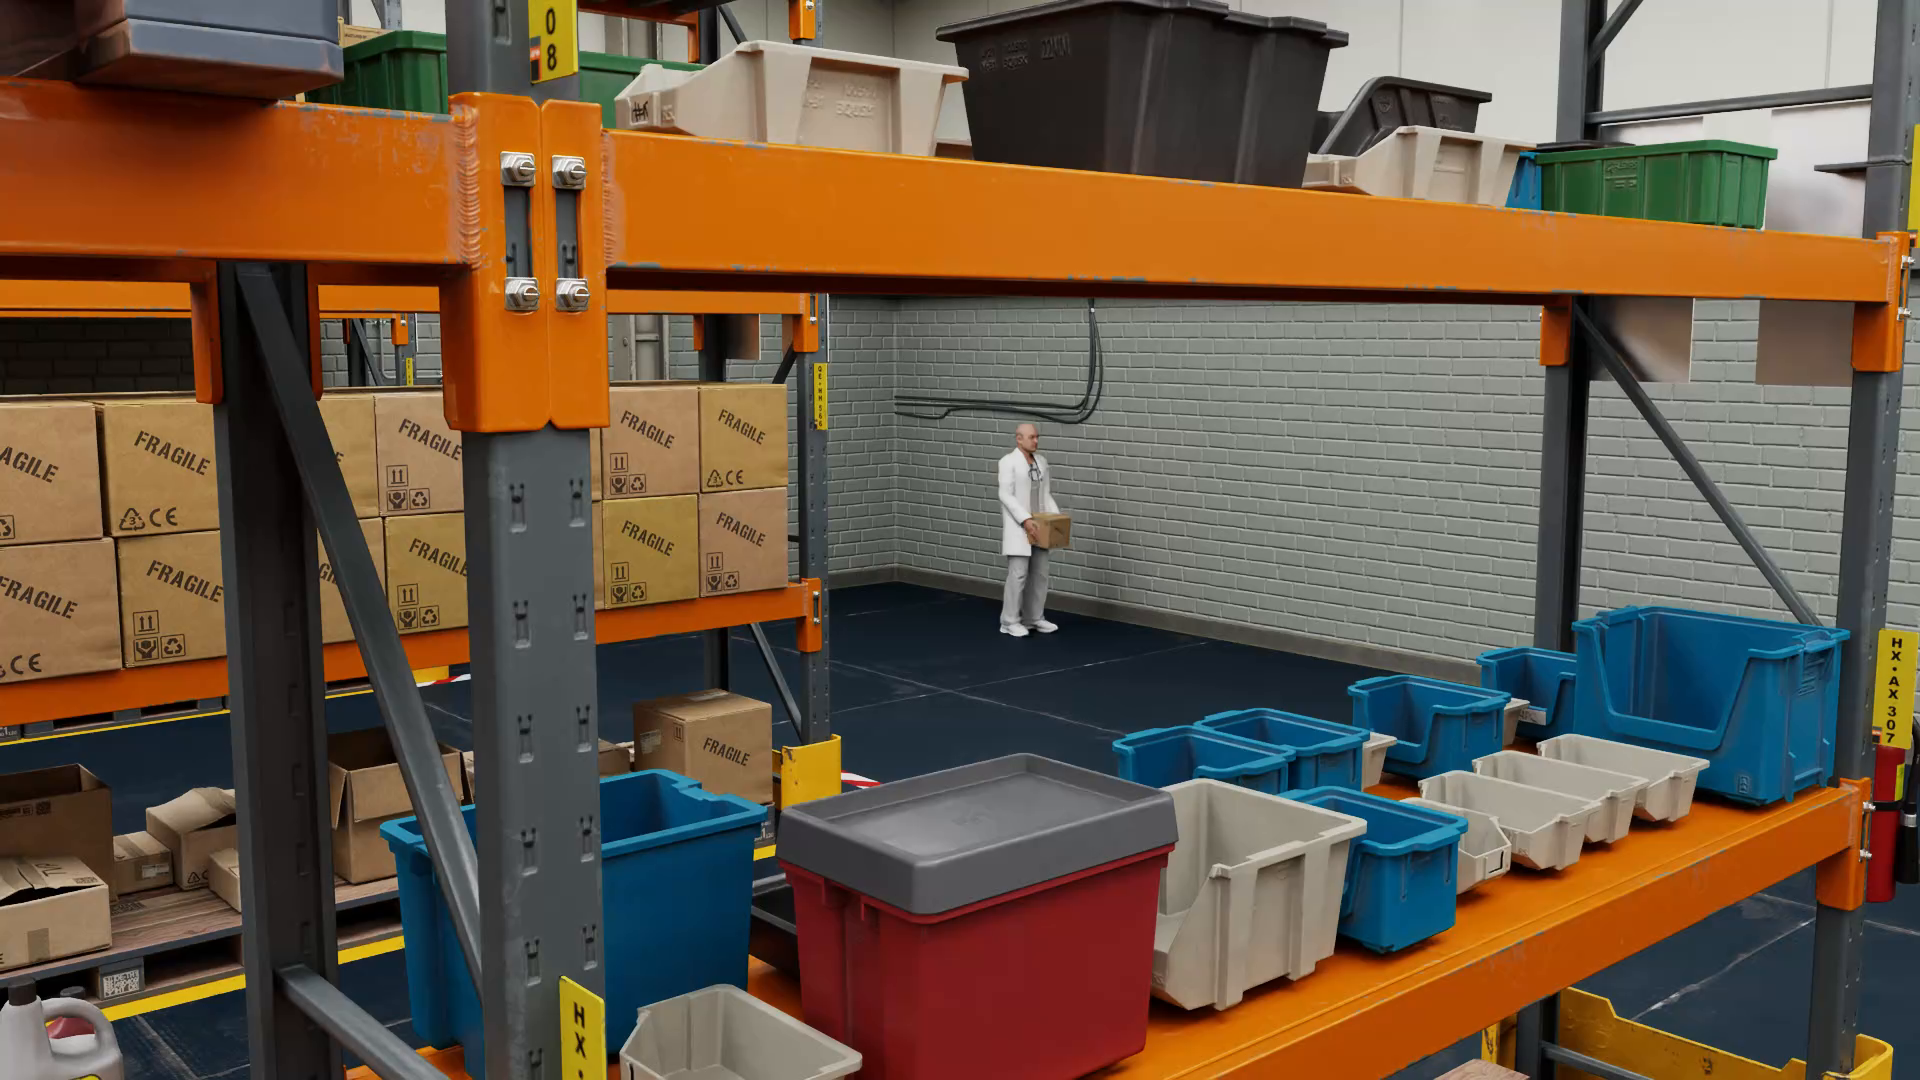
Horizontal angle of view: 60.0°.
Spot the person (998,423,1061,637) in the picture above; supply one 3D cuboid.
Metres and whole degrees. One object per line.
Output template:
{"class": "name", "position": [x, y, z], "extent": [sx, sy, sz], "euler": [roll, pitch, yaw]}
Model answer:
{"class": "person", "position": [0.601, -0.094, 14.040], "extent": [0.572, 1.782, 0.479], "euler": [-7, 10, -42]}
